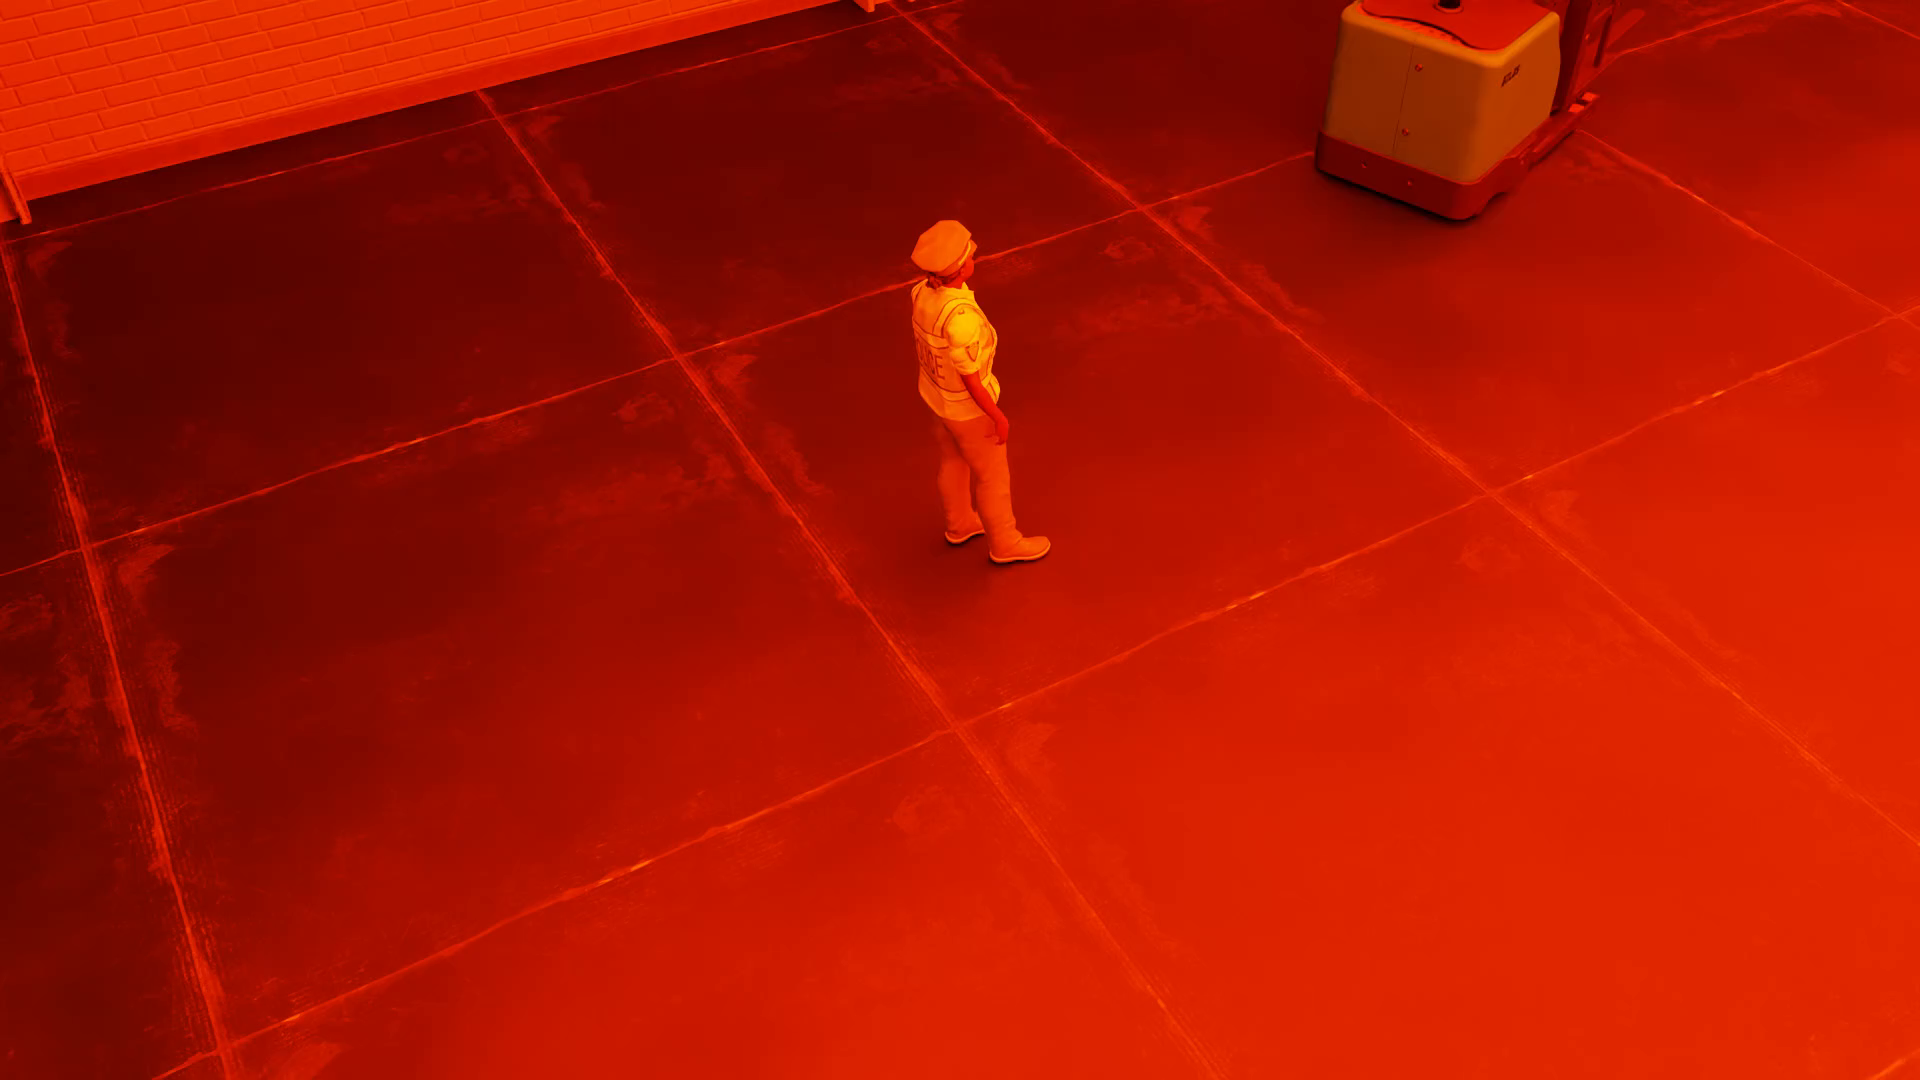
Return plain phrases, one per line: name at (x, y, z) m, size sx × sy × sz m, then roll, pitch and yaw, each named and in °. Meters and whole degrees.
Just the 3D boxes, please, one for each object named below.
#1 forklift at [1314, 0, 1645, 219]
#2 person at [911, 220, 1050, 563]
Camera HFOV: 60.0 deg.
forklift at (3.502, -3.899, 9.902) m, size 1.130 × 2.935 × 3.031 m, roll 29°, pitch 50°, yaw 28°
person at (0.075, -0.639, 7.288) m, size 0.530 × 1.692 × 0.569 m, roll -21°, pitch 47°, yaw -21°
